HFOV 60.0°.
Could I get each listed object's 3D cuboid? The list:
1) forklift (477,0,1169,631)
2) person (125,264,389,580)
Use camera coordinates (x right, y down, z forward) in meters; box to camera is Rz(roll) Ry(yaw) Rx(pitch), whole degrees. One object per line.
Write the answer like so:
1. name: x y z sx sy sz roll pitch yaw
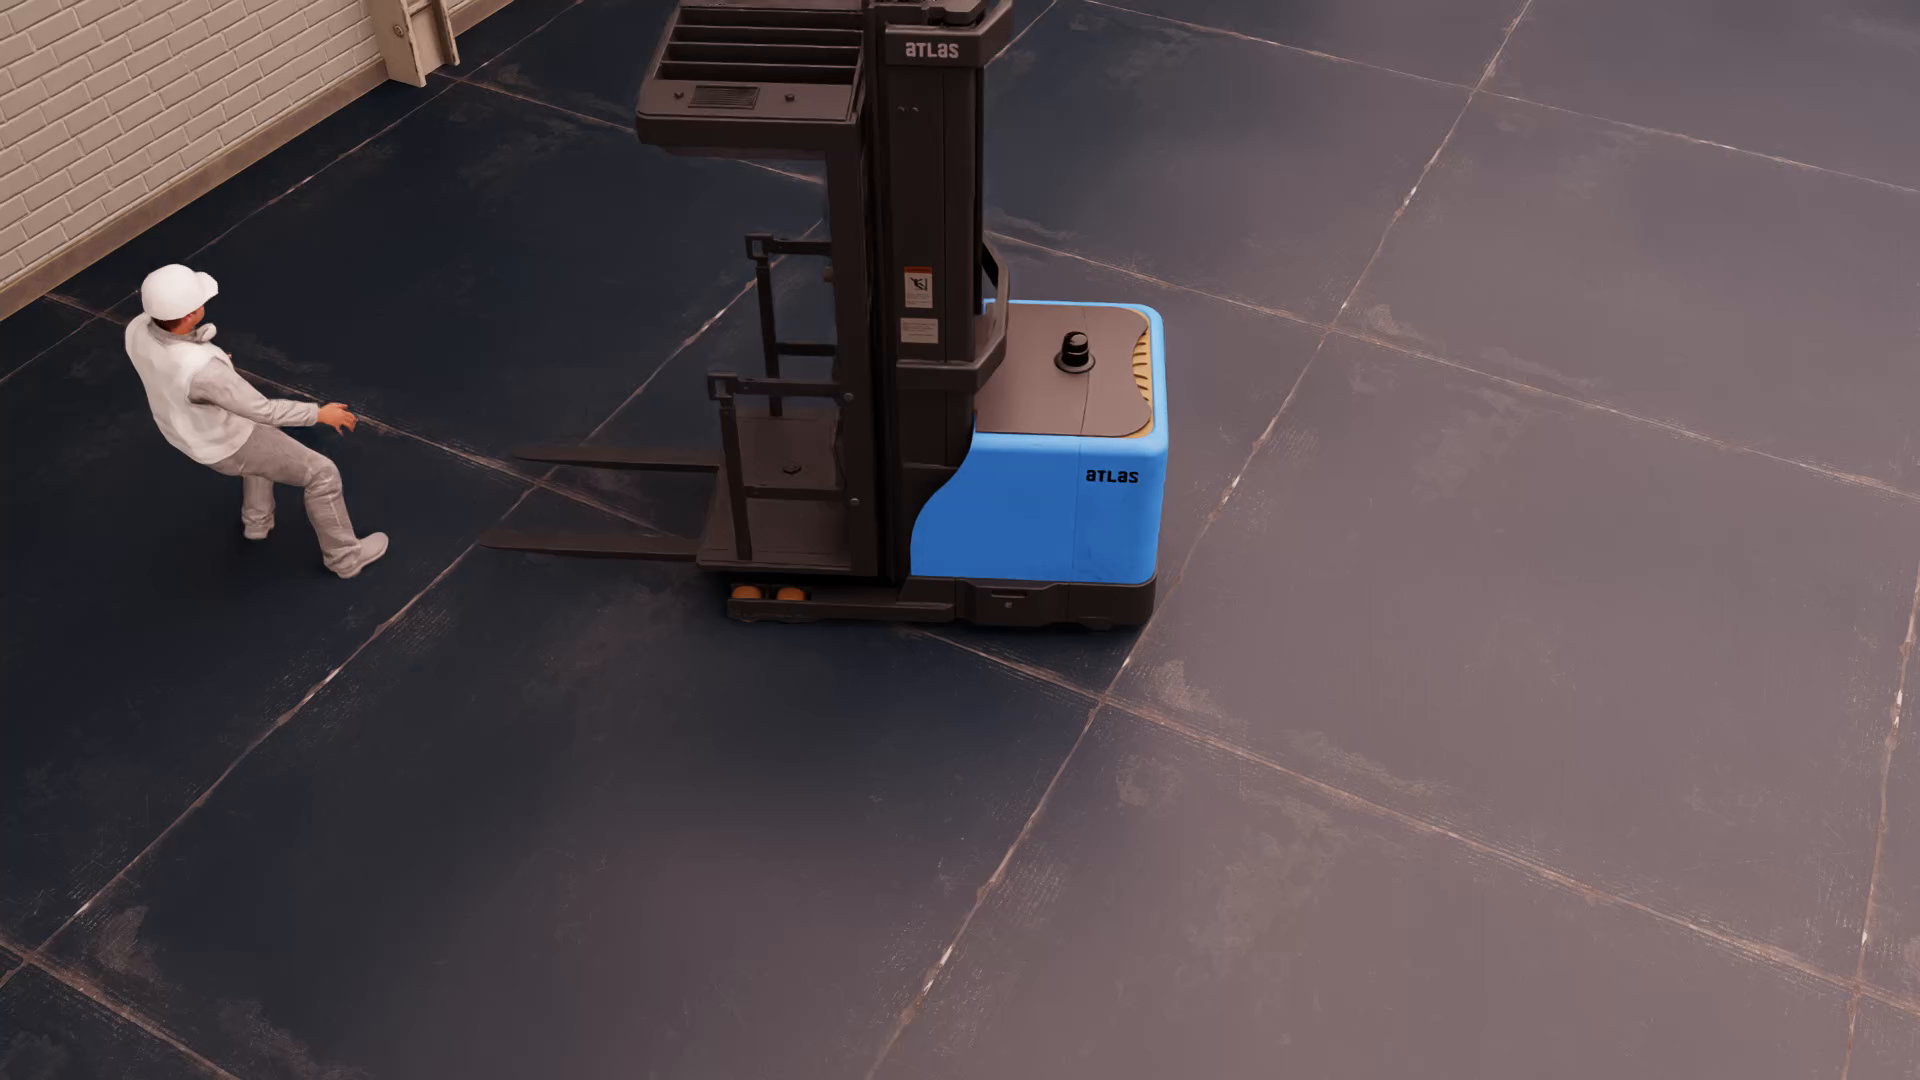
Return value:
1. forklift: -0.635 -1.056 6.775 3.031 2.935 1.130 2 43 2
2. person: -3.088 -0.541 7.166 0.787 1.650 0.622 28 50 26
